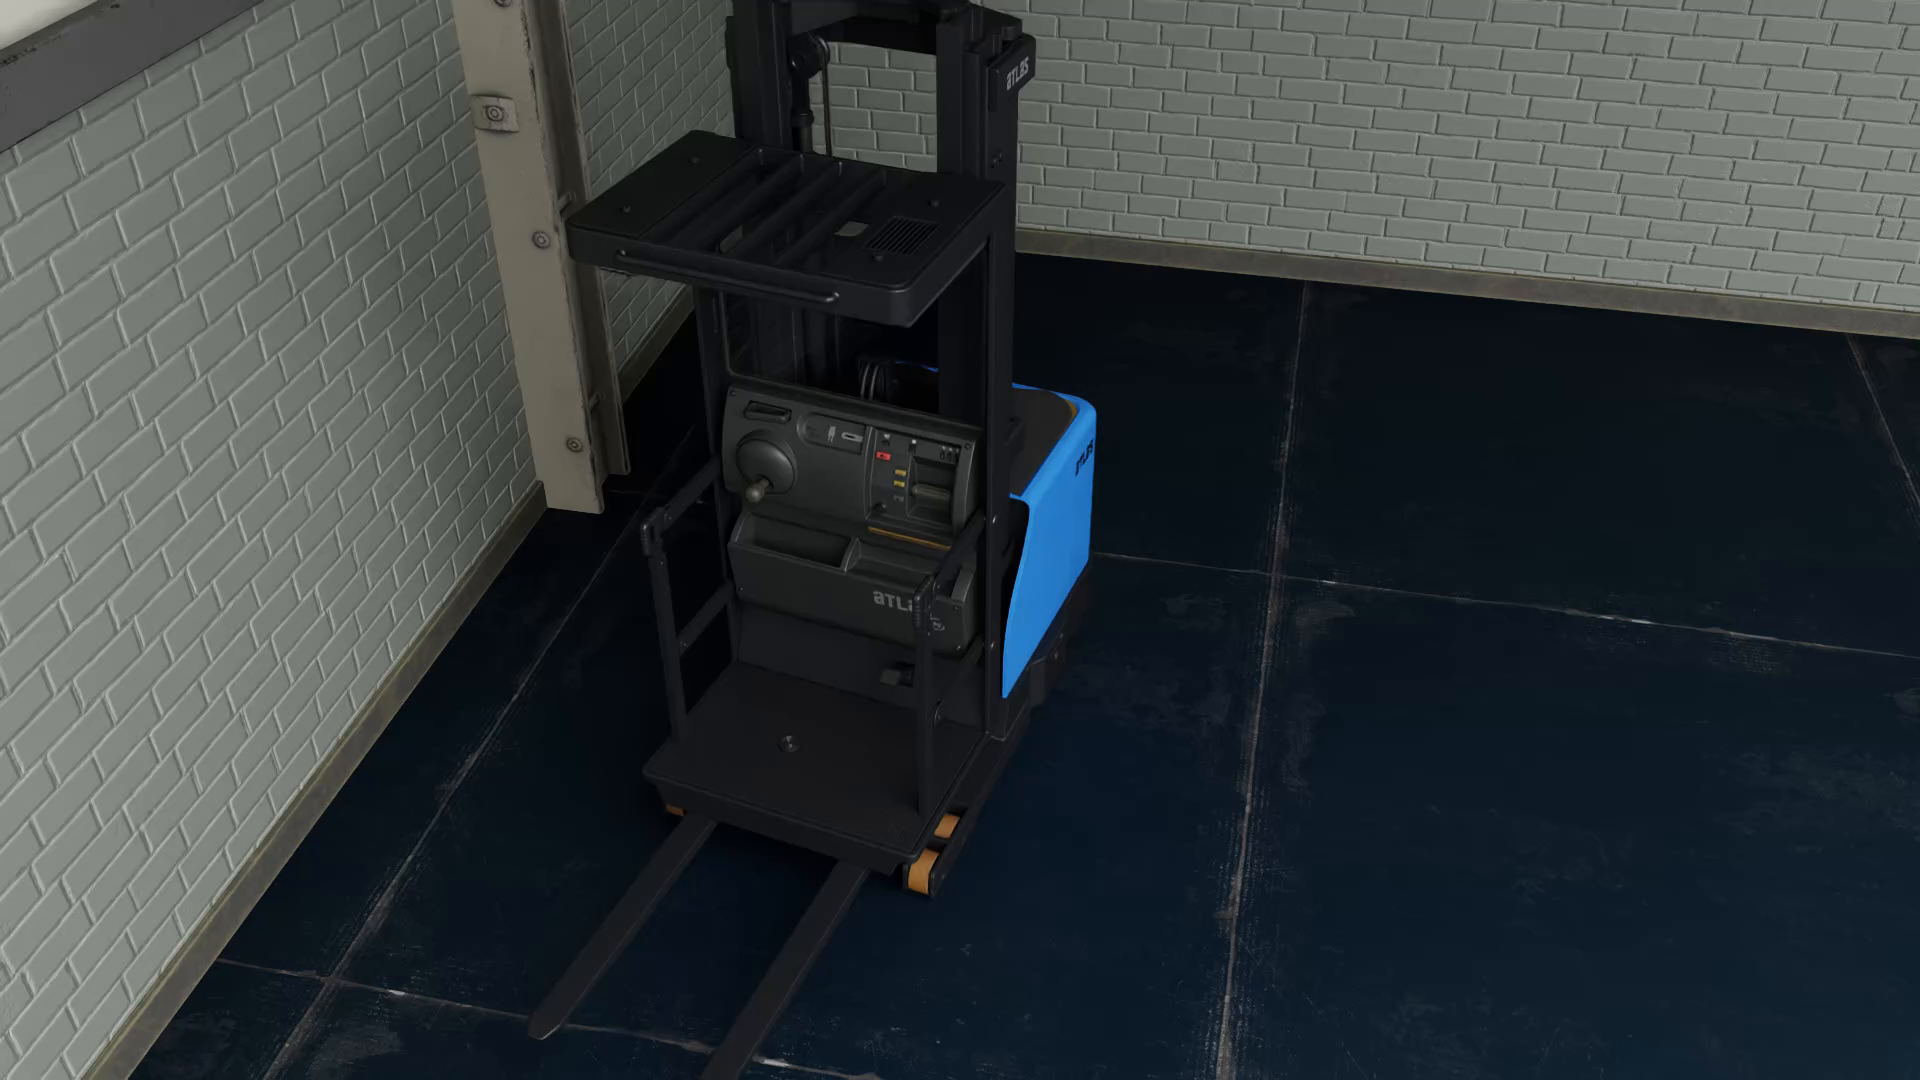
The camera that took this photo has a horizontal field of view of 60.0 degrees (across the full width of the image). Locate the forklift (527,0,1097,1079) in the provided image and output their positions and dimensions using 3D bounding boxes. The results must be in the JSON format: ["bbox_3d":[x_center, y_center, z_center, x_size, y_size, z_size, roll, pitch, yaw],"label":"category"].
[{"bbox_3d":[-0.471,-0.196,5.524,1.130,2.935,3.031,14,38,18],"label":"forklift"}]

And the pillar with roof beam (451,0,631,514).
[{"bbox_3d":[2.387,-3.361,4.719,9.100,9.000,0.400,7,37,10],"label":"pillar with roof beam"}]
